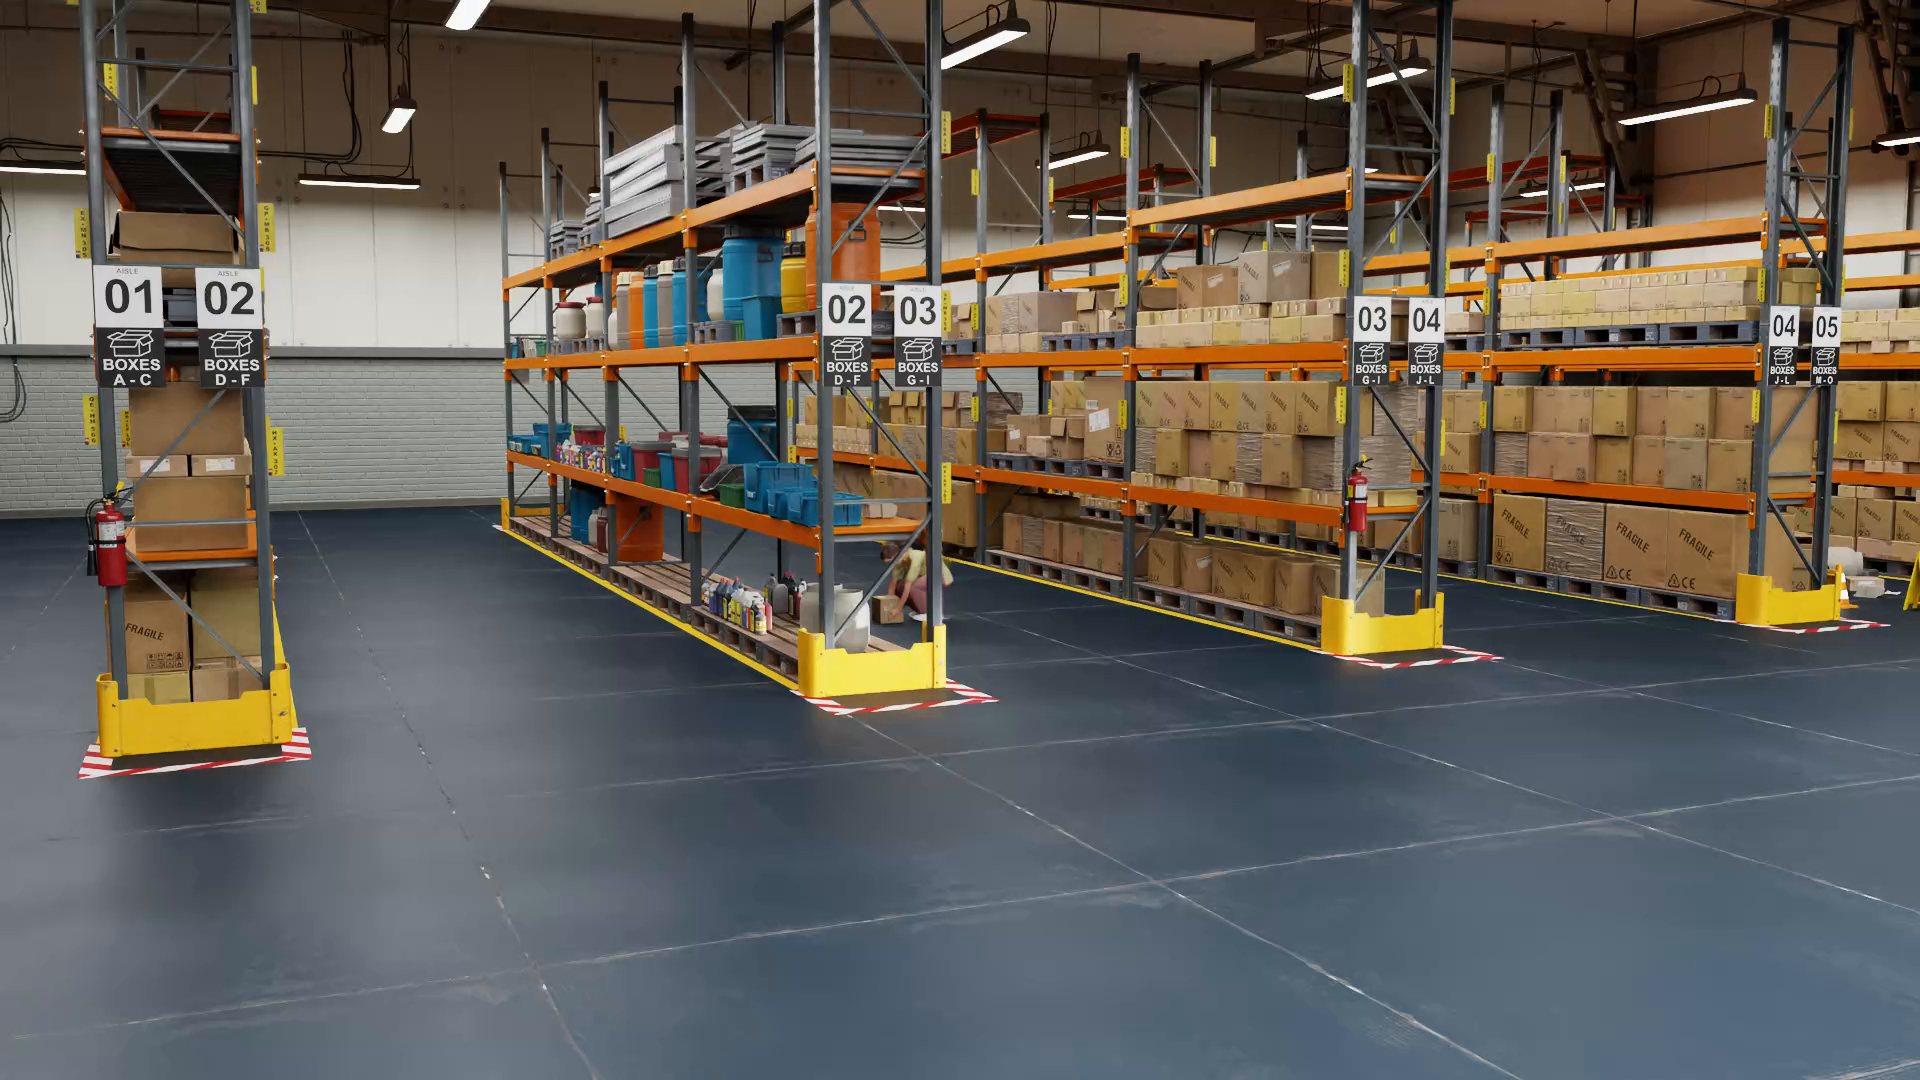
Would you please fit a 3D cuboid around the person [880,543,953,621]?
[{"bbox_3d":[-0.459,0.423,17.119,0.801,0.810,0.485,-2,6,-24],"label":"person"}]
